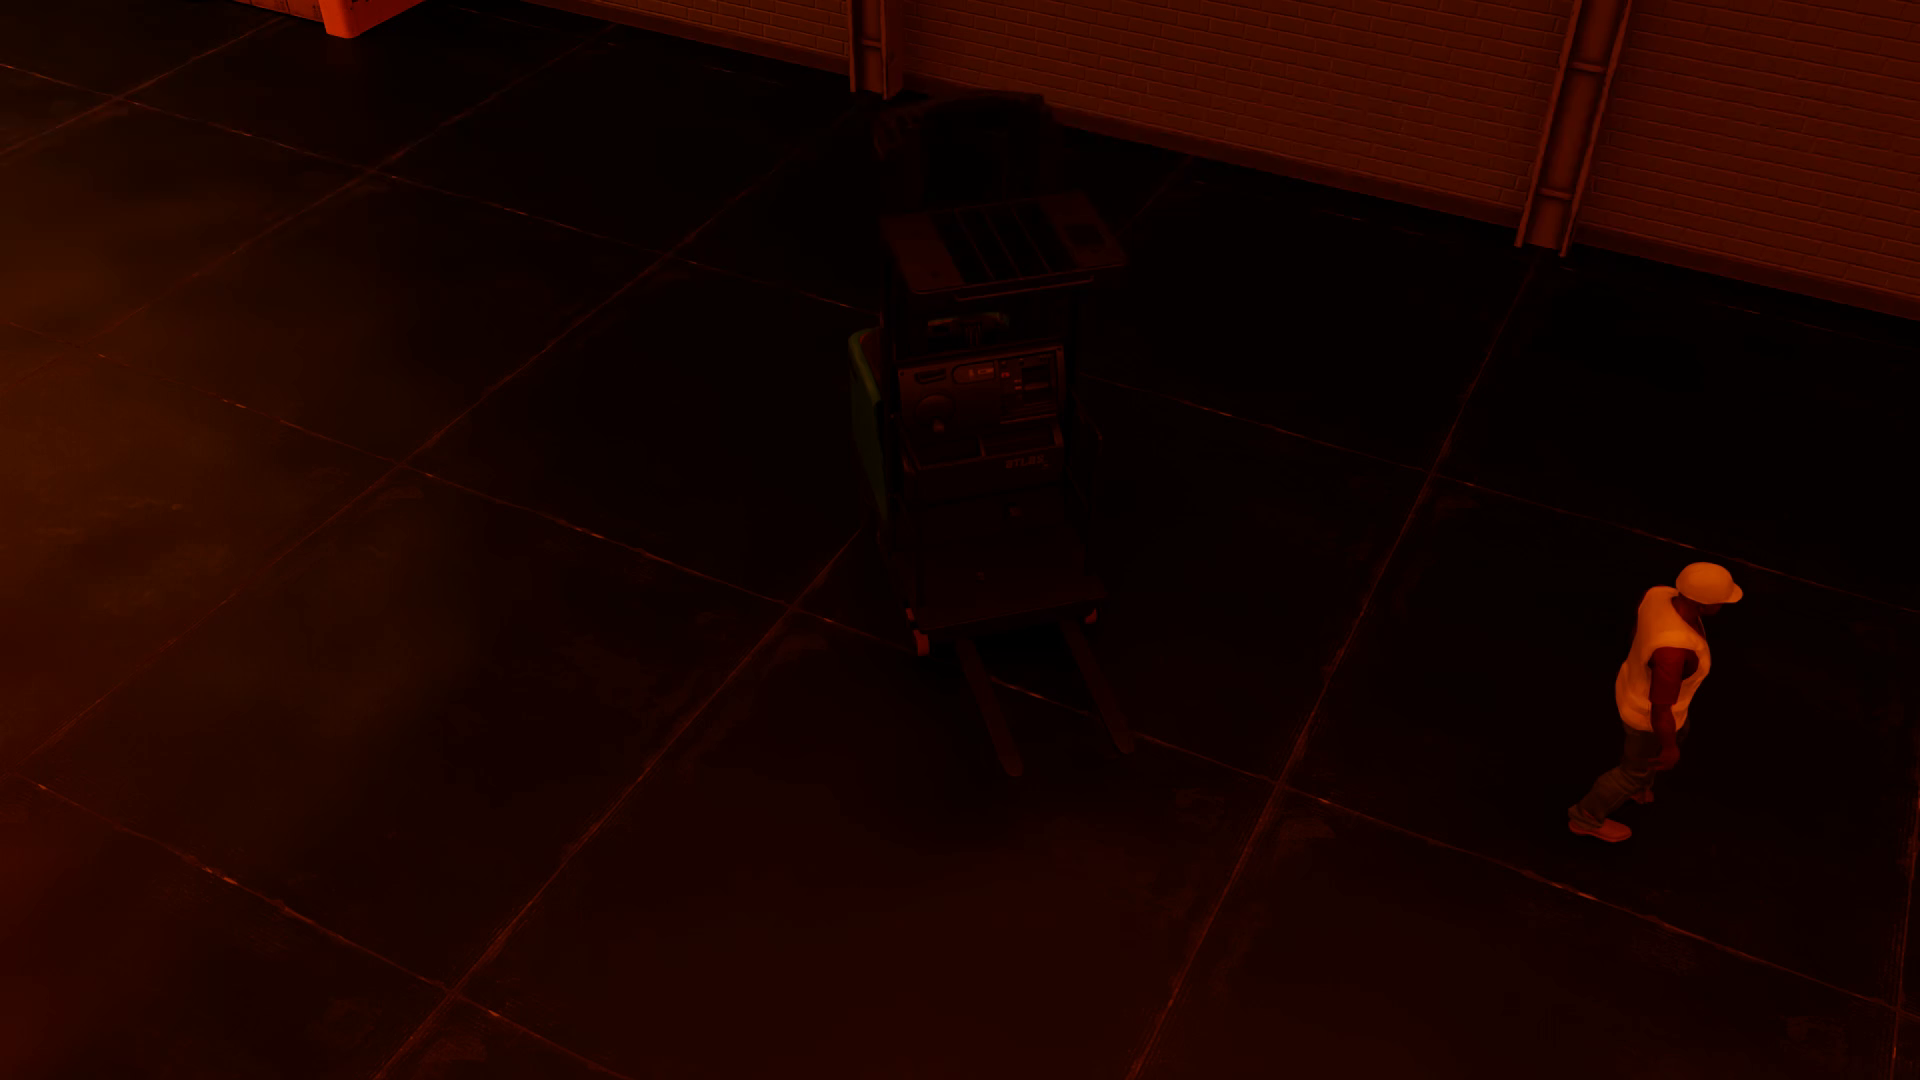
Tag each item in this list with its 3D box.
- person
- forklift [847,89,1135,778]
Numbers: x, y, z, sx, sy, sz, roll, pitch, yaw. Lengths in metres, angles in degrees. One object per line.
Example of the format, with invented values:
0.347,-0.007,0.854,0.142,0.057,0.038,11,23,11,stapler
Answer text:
3.362,0.810,7.999,0.517,1.808,0.672,8,41,9,person
0.182,-0.738,8.863,1.130,2.935,3.031,-10,41,-12,forklift
